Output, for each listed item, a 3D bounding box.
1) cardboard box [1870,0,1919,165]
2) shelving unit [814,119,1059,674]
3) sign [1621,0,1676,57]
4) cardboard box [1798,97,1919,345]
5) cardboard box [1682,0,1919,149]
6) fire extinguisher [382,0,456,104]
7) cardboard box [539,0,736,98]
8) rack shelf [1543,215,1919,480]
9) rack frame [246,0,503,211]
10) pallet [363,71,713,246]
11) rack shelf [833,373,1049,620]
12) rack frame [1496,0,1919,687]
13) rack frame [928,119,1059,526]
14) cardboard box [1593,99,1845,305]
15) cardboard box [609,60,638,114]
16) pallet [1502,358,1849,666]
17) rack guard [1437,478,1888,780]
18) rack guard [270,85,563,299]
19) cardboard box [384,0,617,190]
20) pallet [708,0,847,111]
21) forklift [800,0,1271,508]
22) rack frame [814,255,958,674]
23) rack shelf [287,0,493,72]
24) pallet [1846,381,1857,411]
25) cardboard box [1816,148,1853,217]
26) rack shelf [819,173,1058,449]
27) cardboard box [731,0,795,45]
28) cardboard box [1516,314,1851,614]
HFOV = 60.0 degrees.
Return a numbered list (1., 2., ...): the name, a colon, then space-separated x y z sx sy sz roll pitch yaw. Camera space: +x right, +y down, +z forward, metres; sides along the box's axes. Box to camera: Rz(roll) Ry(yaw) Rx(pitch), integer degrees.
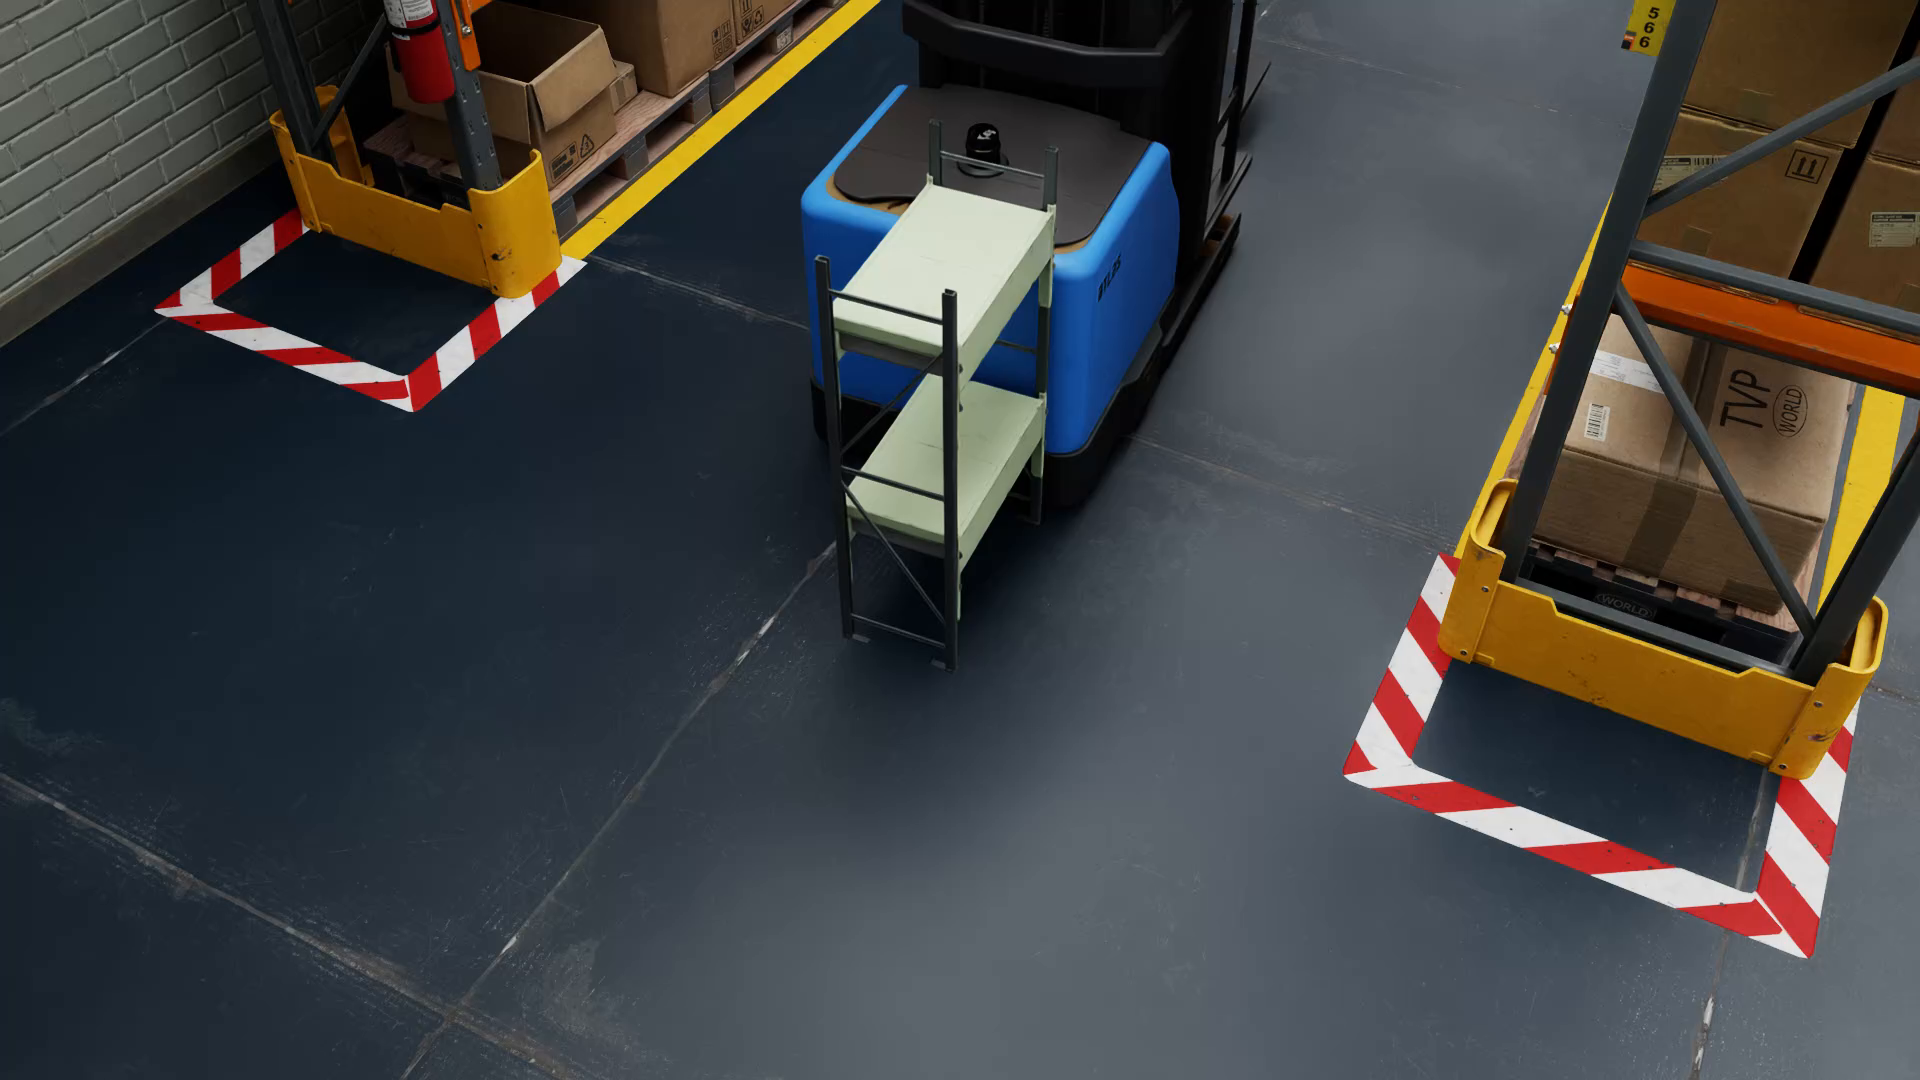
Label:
1. cardboard box: 2.616 -1.223 4.076 0.500 0.500 0.500 19 48 18
2. shelving unit: -0.050 -0.401 5.091 0.431 1.500 0.755 17 48 16
3. sign: 1.667 -1.306 3.951 0.100 0.325 0.005 20 49 19
4. cardboard box: 2.618 -0.871 4.431 0.500 0.500 0.500 20 49 19
5. cardboard box: 2.154 -1.397 4.248 0.500 0.500 0.500 22 49 20
6. fire extinguisher: -1.916 -1.861 5.797 0.296 0.674 0.183 20 49 19
7. cardboard box: -1.458 -2.413 7.488 0.700 0.500 0.500 22 49 21
8. rack shelf: 3.069 -1.635 5.763 1.077 0.370 4.000 20 49 19
9. rack frame: -2.257 -2.264 5.879 1.000 3.000 0.127 20 49 19
10. pallet: -1.853 -1.834 7.415 1.003 0.211 1.213 20 49 19
11. rack shelf: -0.050 -0.171 5.323 0.431 0.370 0.720 17 48 16
12. rack frame: 2.141 -0.628 4.261 1.000 3.000 0.127 20 49 19
13. rack frame: 0.095 -0.640 5.328 0.400 1.500 0.023 17 48 16
14. cardboard box: 2.130 -1.054 4.613 0.500 0.500 0.500 21 49 19
15. cardboard box: -1.658 -2.019 7.345 0.380 0.149 0.250 19 48 18
16. pallet: 2.443 -0.177 5.777 1.003 0.211 1.213 20 49 19
17. rack guard: 2.130 0.266 5.136 1.175 0.500 0.348 20 49 19
18. rack guard: -2.222 -1.433 6.815 1.175 0.500 0.348 20 49 19
19. cardboard box: -1.889 -1.888 6.967 0.797 0.503 0.637 19 48 18
20. pallet: -1.285 -2.600 8.171 1.003 0.211 1.213 20 49 19
21. forklift: 0.516 -2.204 5.868 1.130 2.935 3.031 17 48 16
22. rack frame: -0.195 -0.162 4.855 0.400 1.500 0.023 17 48 16
23. rack shelf: -1.329 -3.271 7.380 1.077 0.370 4.000 20 49 19
24. pallet: 3.010 -0.943 6.533 1.003 0.211 1.213 20 49 19
25. cardboard box: 2.828 -1.198 4.755 0.500 0.500 0.500 20 49 19
26. rack shelf: -0.050 -0.675 4.814 0.431 0.370 0.720 17 48 16
27. cardboard box: -1.124 -2.713 7.784 0.500 0.500 0.500 21 49 20
28. cardboard box: 2.359 -0.324 5.467 0.875 0.438 0.875 19 48 18
